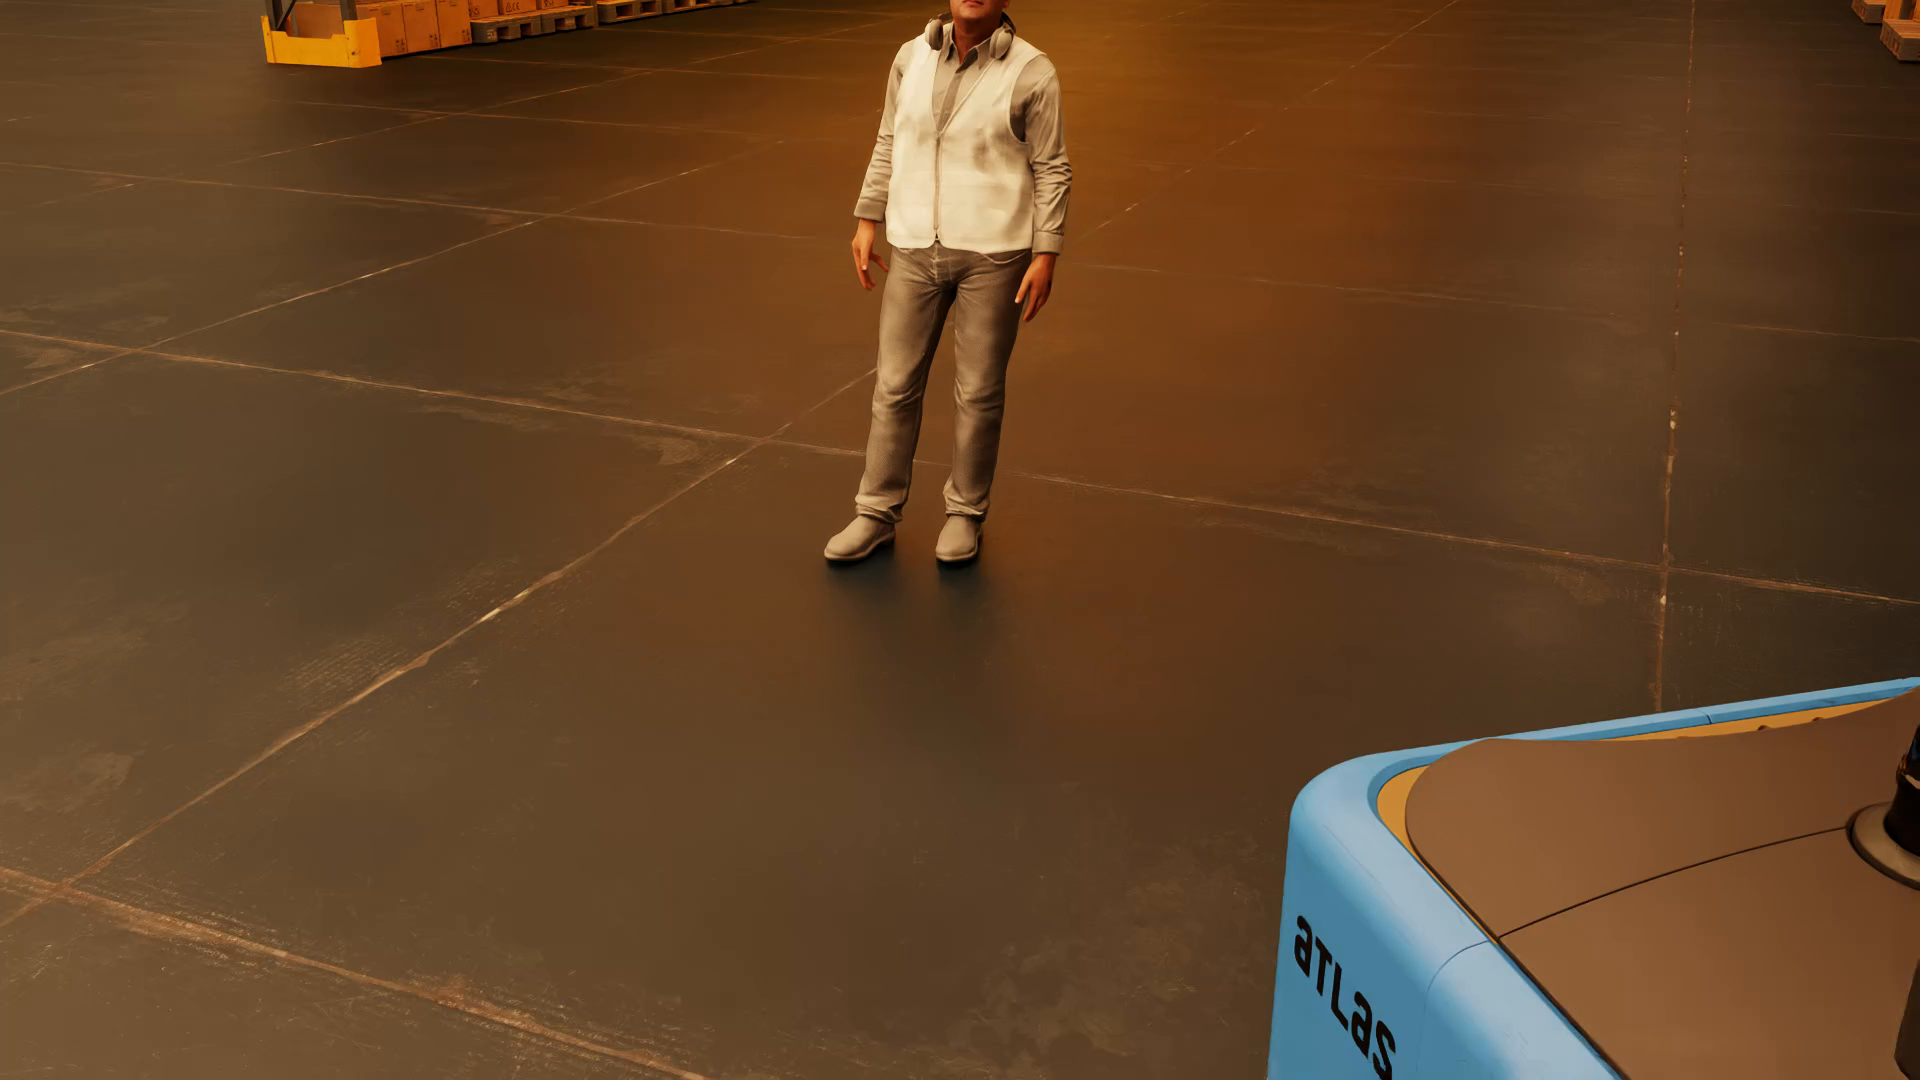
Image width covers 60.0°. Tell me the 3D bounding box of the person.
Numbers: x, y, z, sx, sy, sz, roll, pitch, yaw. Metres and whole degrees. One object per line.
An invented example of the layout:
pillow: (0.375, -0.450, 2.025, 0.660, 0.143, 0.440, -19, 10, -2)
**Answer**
person: (-0.031, -0.805, 4.698, 0.632, 1.773, 0.568, 9, 24, 21)
